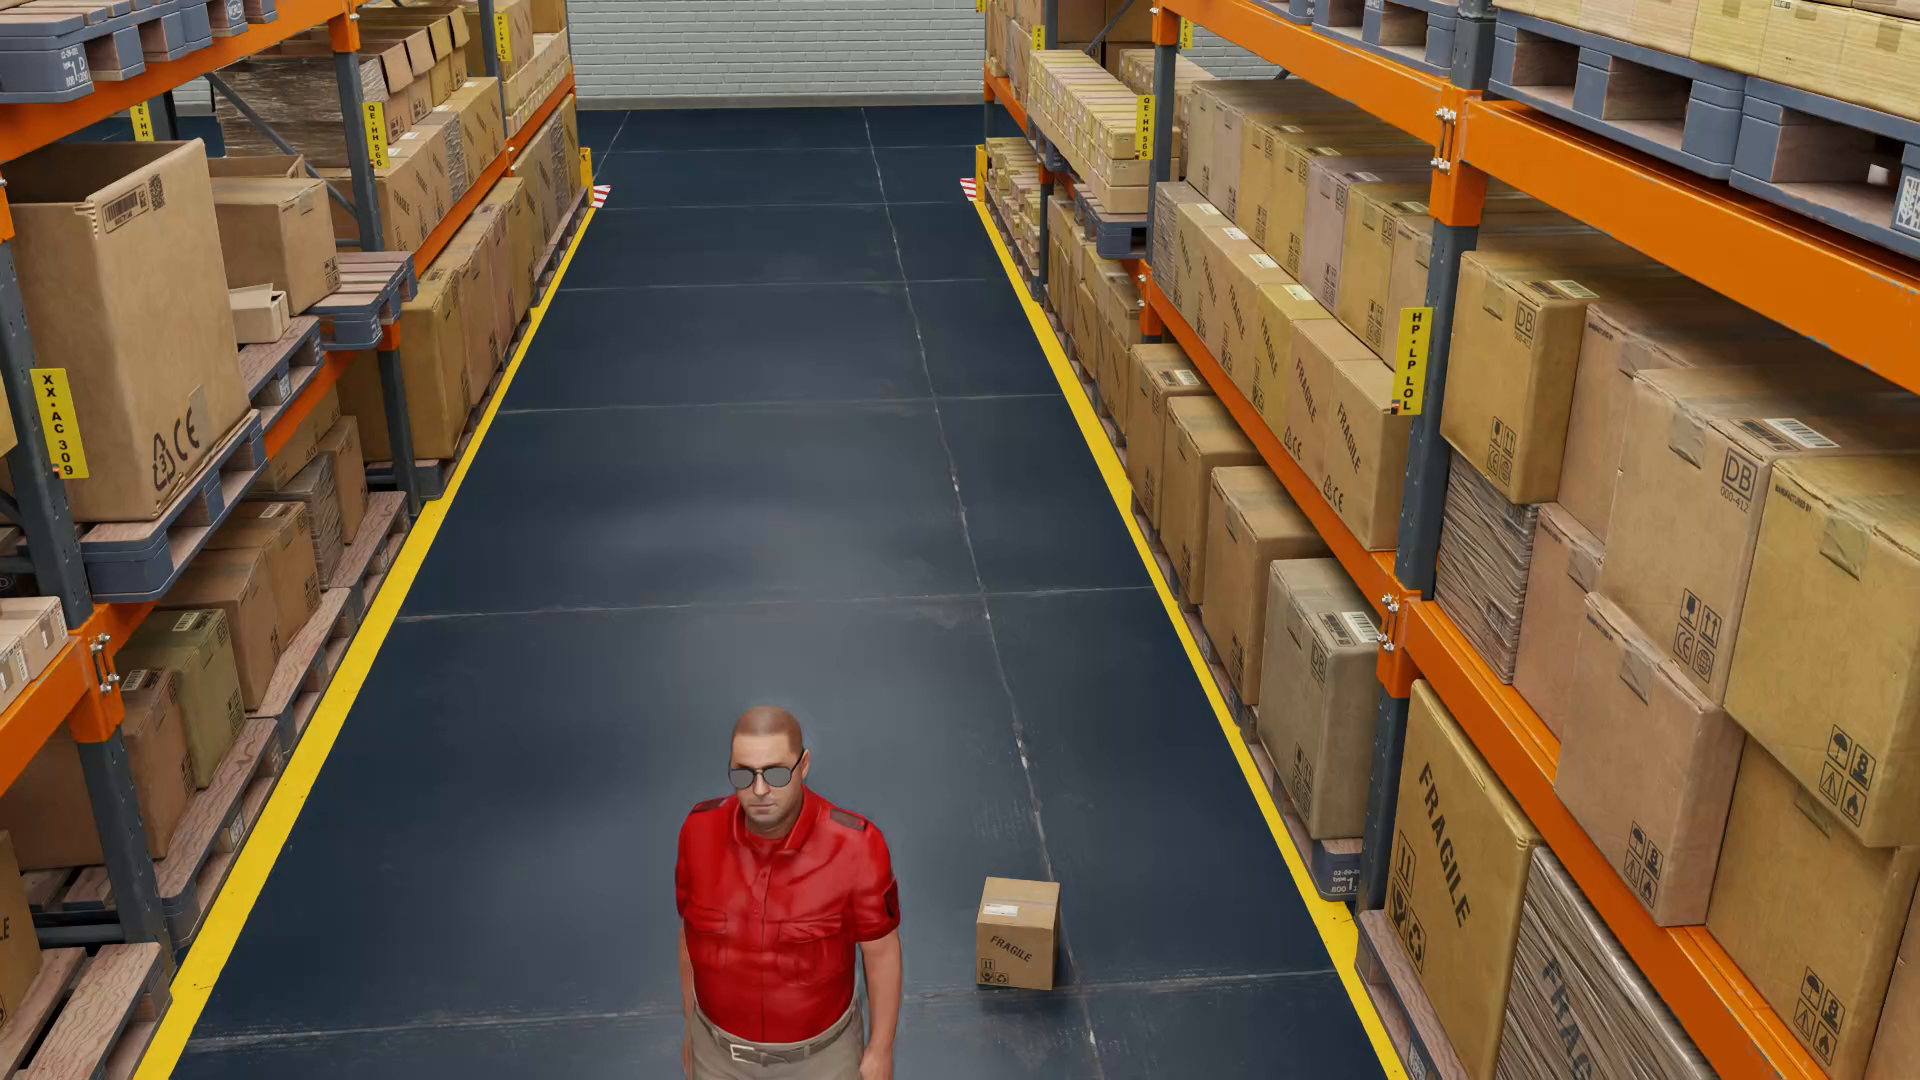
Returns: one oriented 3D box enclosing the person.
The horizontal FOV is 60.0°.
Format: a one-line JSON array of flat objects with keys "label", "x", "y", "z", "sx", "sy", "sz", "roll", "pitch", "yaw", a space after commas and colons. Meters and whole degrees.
[{"label": "person", "x": -0.399, "y": 1.159, "z": 3.917, "sx": 0.539, "sy": 1.709, "sz": 0.626, "roll": 5, "pitch": 24, "yaw": 12}]
